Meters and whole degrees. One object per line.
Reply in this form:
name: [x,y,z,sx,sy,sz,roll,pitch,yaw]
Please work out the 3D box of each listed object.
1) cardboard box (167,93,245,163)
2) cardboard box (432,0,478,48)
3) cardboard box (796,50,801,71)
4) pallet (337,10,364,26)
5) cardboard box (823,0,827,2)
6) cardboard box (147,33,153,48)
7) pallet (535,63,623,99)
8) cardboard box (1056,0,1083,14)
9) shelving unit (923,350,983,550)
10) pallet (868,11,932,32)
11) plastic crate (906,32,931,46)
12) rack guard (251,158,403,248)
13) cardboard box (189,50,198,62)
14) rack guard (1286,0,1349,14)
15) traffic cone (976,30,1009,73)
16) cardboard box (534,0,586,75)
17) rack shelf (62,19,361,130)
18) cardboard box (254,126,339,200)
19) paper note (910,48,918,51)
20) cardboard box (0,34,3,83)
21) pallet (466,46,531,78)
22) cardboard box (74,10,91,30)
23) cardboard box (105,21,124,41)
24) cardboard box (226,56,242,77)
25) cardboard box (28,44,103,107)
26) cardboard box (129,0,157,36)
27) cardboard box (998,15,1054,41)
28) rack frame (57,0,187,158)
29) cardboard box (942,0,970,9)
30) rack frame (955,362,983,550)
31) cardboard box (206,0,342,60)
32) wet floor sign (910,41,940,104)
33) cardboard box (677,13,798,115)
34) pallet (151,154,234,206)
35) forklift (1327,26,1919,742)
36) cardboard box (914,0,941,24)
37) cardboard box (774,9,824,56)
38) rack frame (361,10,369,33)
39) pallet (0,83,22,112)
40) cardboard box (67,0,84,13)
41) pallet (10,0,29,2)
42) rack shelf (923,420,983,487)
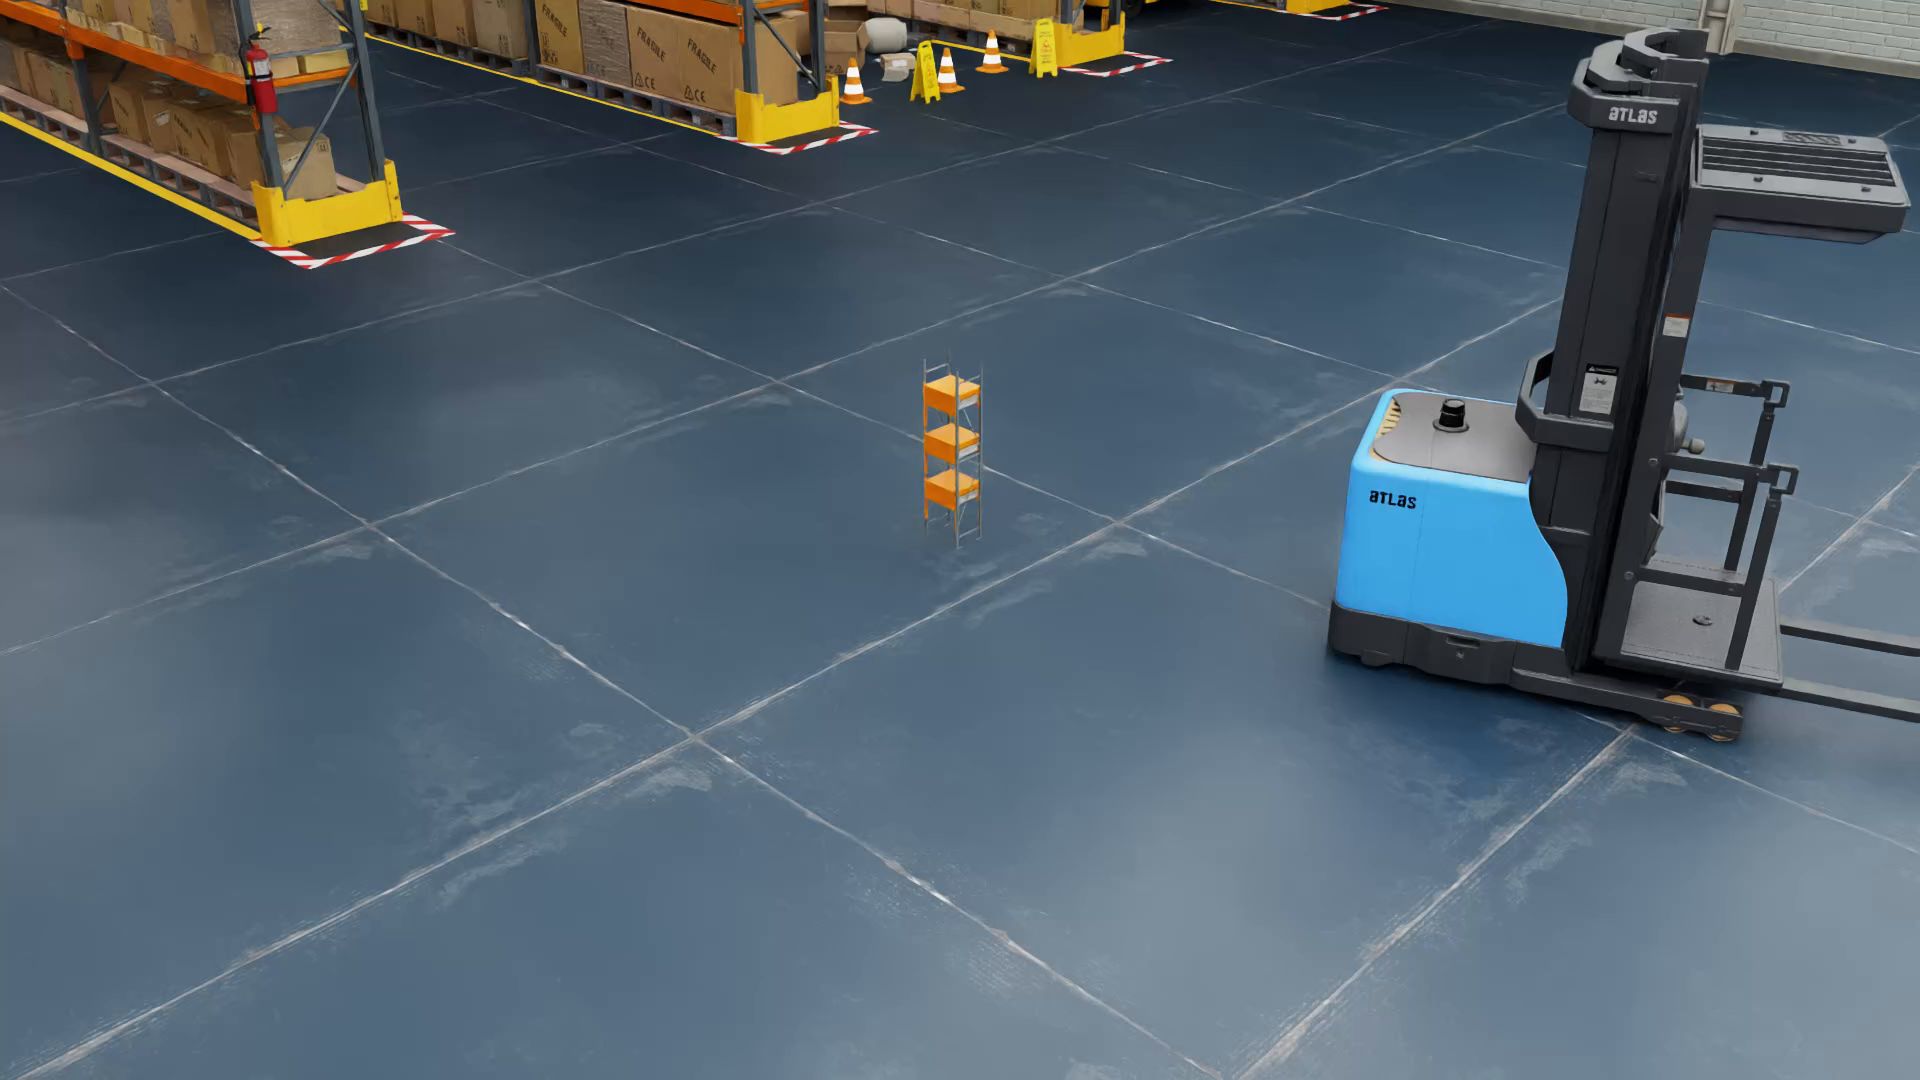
cardboard box: [-7.031,-3.865,15.613,0.500,0.500,0.500,21,34,34]
cardboard box: [-5.841,-6.582,20.511,0.750,0.750,1.050,25,36,38]
cardboard box: [-2.133,-5.744,19.888,0.396,0.266,0.258,-18,33,-31]
pallet: [-8.059,-7.230,22.773,1.213,0.211,1.003,25,36,38]
cardboard box: [-1.628,-7.772,23.181,0.950,0.372,0.625,-25,37,-39]
cardboard box: [-6.968,-4.458,14.775,0.250,0.149,0.380,25,36,38]
pallet: [-4.163,-5.395,19.284,1.213,0.211,1.003,25,36,38]
cardboard box: [1.202,-6.937,20.918,0.500,0.500,0.500,23,36,37]
shelving unit: [-0.038,-0.482,9.039,0.252,1.050,0.215,25,36,38]
pallet: [-0.748,-7.138,22.597,1.213,0.211,1.003,25,36,38]
plastic crate: [-0.707,-6.503,21.531,0.583,0.080,0.402,12,30,22]
rack guard: [-5.402,-2.904,14.235,0.348,0.500,1.175,25,36,38]
cardboard box: [-6.404,-4.227,14.336,0.250,0.149,0.380,25,36,38]
rack guard: [5.095,-7.808,23.563,0.348,0.500,1.175,25,36,38]
traffic cone: [0.389,-5.863,19.904,0.334,0.463,0.336,25,36,38]
cardboard box: [-4.251,-5.921,19.118,0.875,0.875,0.875,-25,36,-38]
rack shelf: [-6.773,-4.319,15.015,4.000,0.370,1.077,25,36,38]
cardboard box: [-5.781,-3.274,14.488,0.500,0.500,0.500,-18,33,-30]
paper note: [-0.557,-6.207,21.021,0.148,0.019,0.142,12,30,22]
cardboard box: [-10.560,-5.472,18.647,0.500,0.500,0.700,22,35,36]
pallet: [-5.253,-5.896,20.236,1.213,0.211,1.003,25,36,38]
cardboard box: [-8.088,-4.923,15.660,0.250,0.149,0.380,25,36,38]
cardboard box: [-7.556,-4.677,15.192,0.250,0.149,0.380,25,36,38]
cardboard box: [-5.873,-3.980,13.867,0.250,0.149,0.380,25,36,38]
cardboard box: [-9.348,-4.931,17.617,0.500,0.500,0.700,21,34,34]
cardboard box: [-6.835,-4.818,14.762,0.500,0.500,0.875,25,36,38]
cardboard box: [0.818,-6.425,20.750,0.500,0.250,0.500,24,36,38]
rack frame: [-8.200,-5.290,16.088,0.127,3.000,1.000,25,36,38]
cardboard box: [0.117,-7.086,21.200,0.500,0.500,0.500,24,36,37]
rack frame: [0.049,-0.442,8.963,0.008,1.050,0.200,25,36,38]
cardboard box: [-5.720,-4.350,13.872,0.500,0.500,0.875,25,36,38]
wet floor sign: [-0.389,-5.204,18.454,0.232,0.644,0.267,18,33,30]
cardboard box: [-2.328,-5.043,17.450,0.875,0.875,0.875,25,37,39]
pallet: [-6.822,-3.451,15.586,1.213,0.211,1.003,25,36,38]
forklift: [3.369,-0.668,7.370,3.031,2.935,1.130,11,30,19]
cardboard box: [-0.252,-6.923,21.697,0.500,0.250,0.500,24,36,38]
cardboard box: [-2.100,-6.265,20.477,0.503,0.637,0.797,25,36,38]
rack frame: [-7.502,-8.209,21.638,0.127,3.000,1.000,25,36,38]
pallet: [-10.496,-5.106,18.734,1.213,0.211,1.003,25,36,38]
cardboard box: [-7.922,-5.299,15.678,0.500,0.500,0.875,25,36,38]
pallet: [-9.612,-5.878,17.413,1.213,0.211,1.003,25,36,38]
rack shelf: [-0.038,-0.473,9.044,0.240,0.259,0.215,25,36,38]
